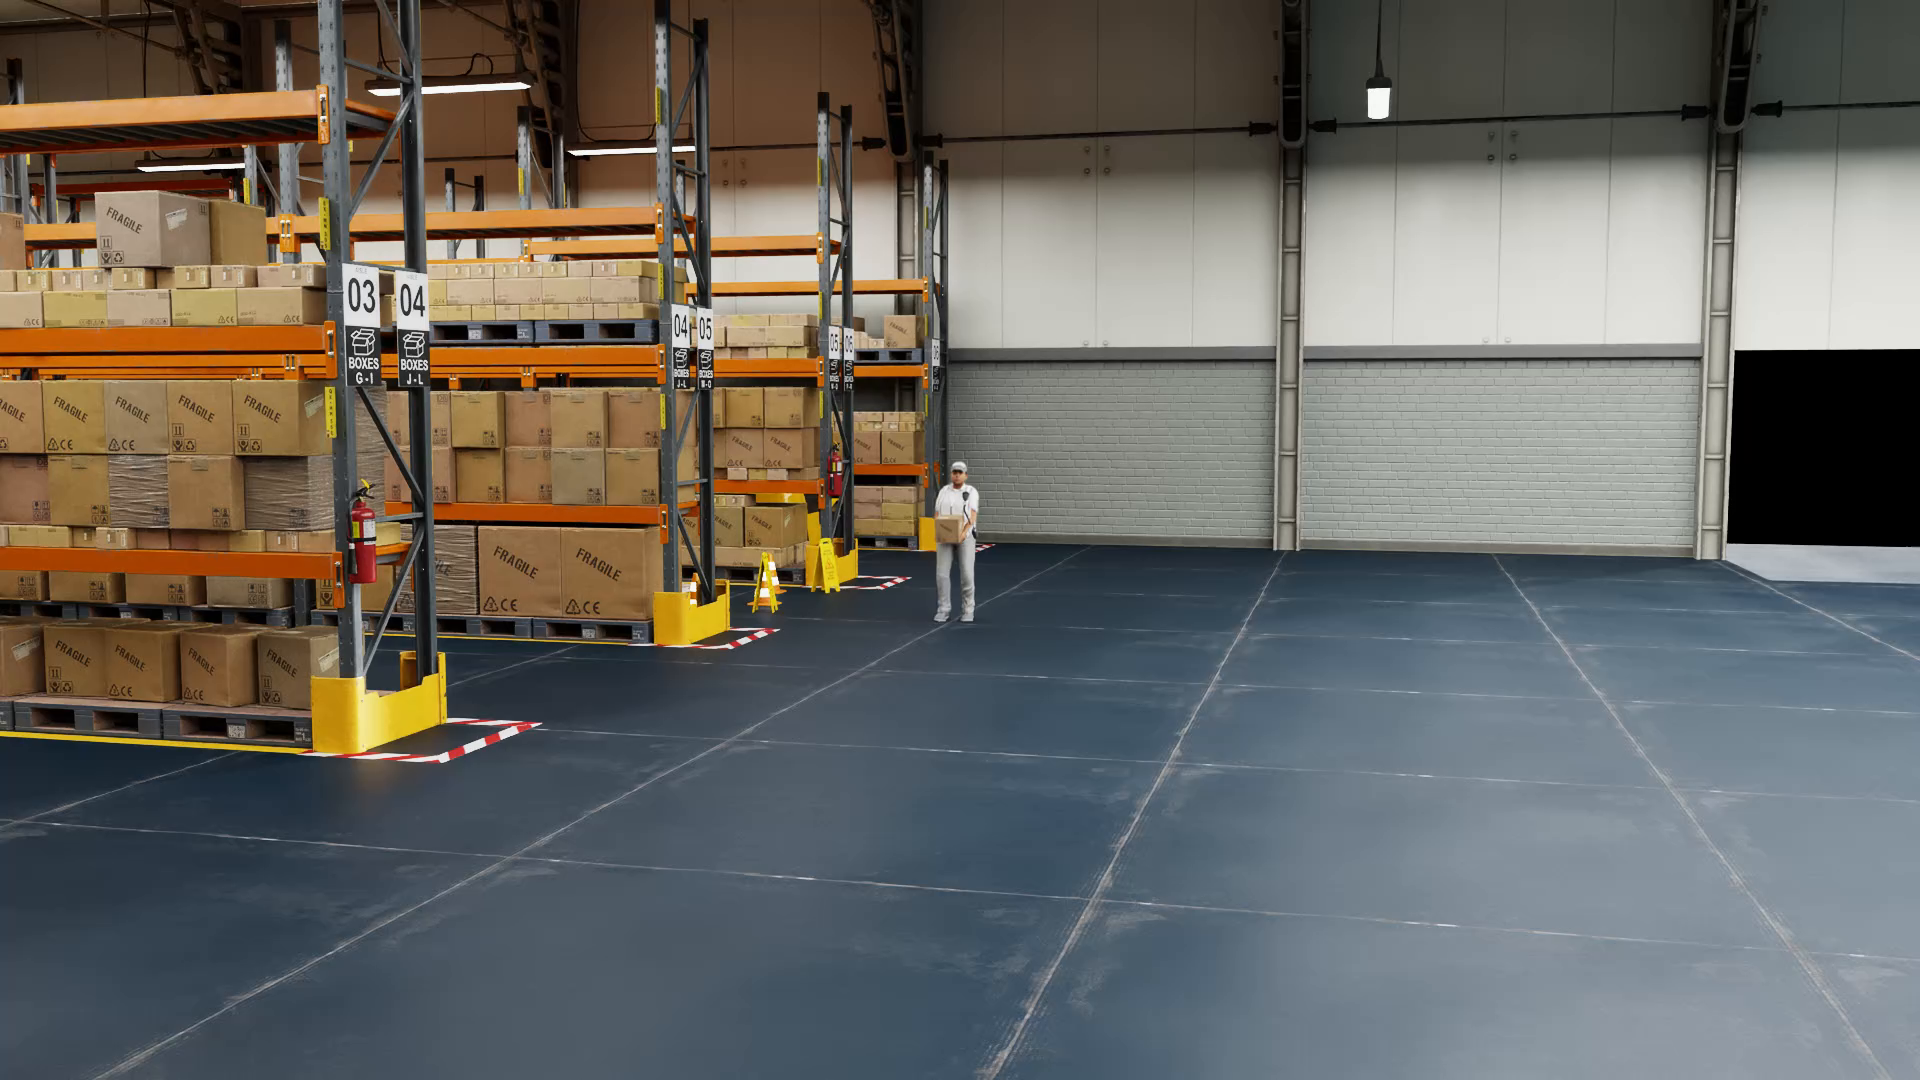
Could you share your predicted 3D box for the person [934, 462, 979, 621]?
[{"bbox_3d":[-0.050,0.017,17.351,0.456,1.660,0.535,1,5,13],"label":"person"}]
